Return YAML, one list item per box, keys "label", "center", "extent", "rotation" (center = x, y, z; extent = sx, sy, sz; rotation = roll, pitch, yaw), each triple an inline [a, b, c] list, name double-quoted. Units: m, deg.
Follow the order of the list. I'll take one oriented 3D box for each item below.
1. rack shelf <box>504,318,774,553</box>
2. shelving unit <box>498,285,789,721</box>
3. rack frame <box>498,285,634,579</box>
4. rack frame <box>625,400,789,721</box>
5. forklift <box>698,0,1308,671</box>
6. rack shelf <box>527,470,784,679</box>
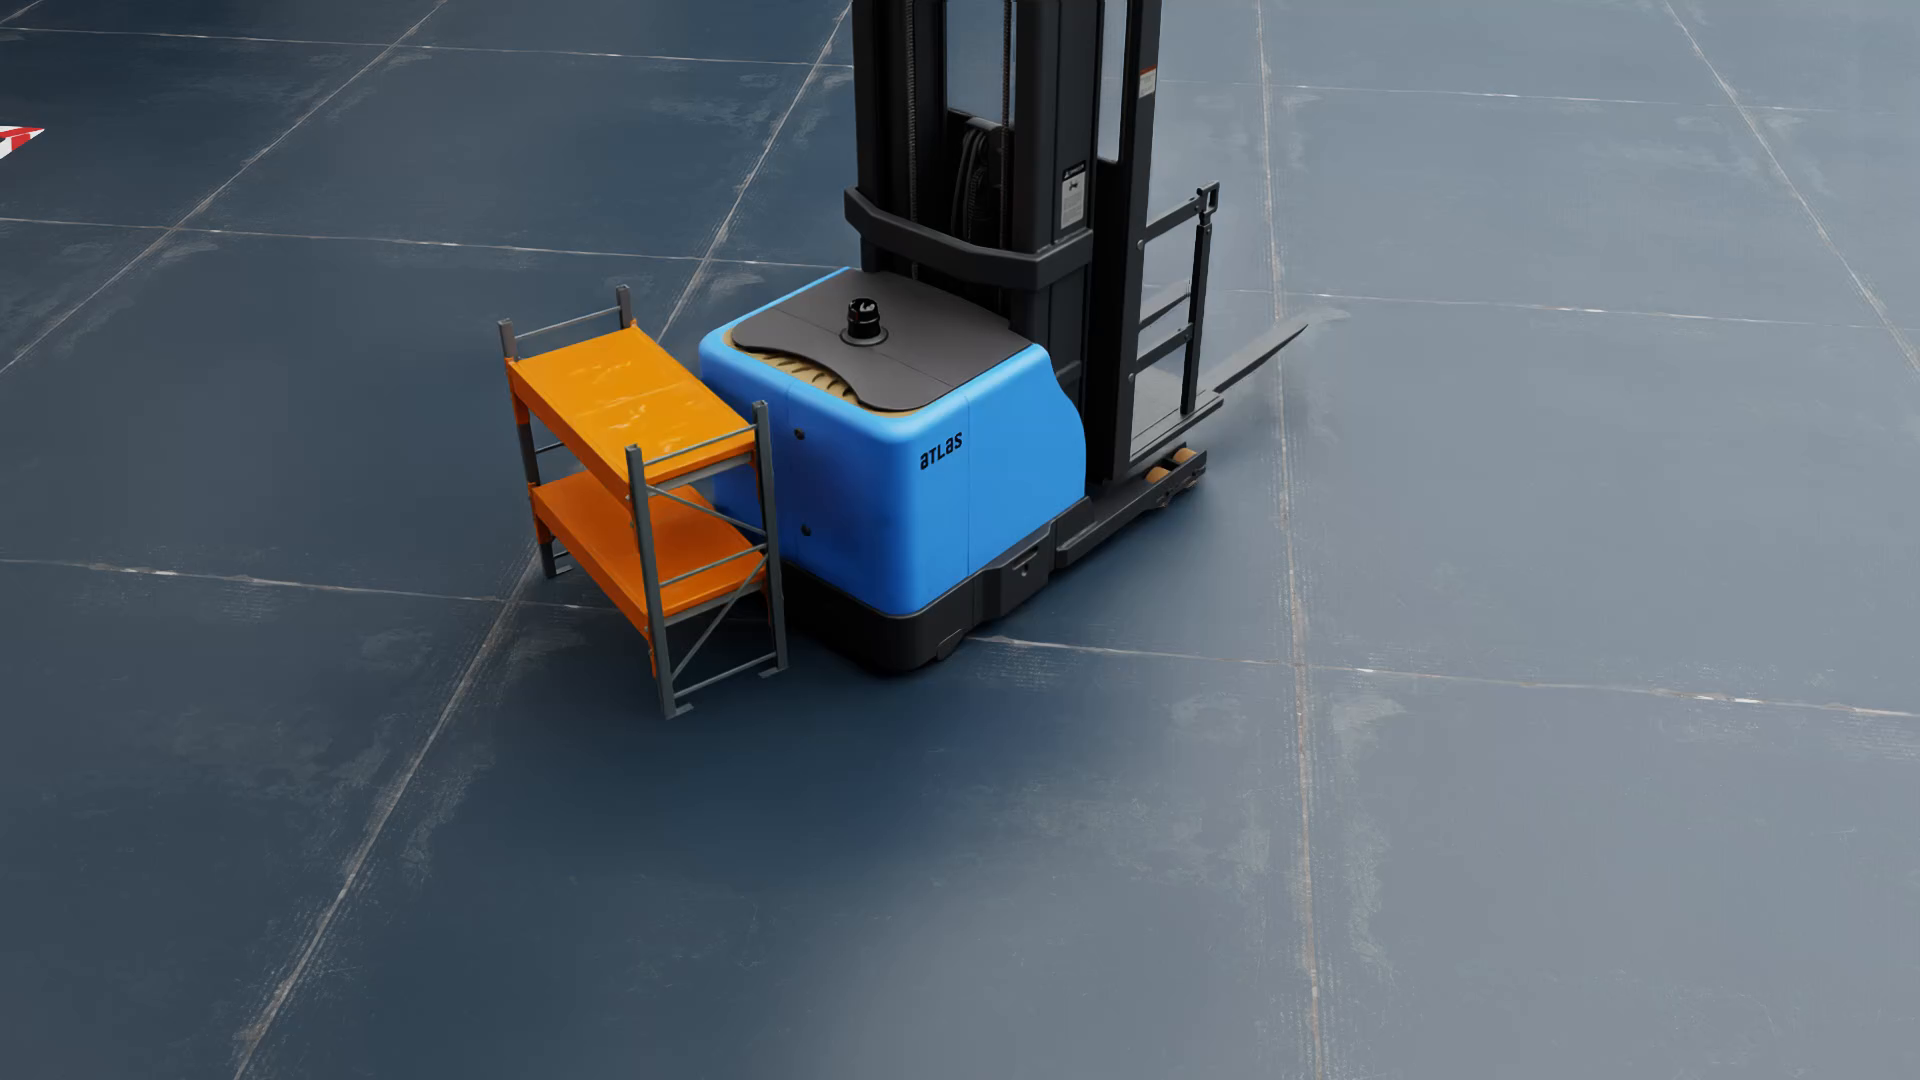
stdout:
- label: "rack shelf"
  center: [-1.135, -0.391, 5.825]
  extent: [0.538, 0.278, 1.000]
  rotation: [-22, 41, -28]
- label: "shelving unit"
  center: [-1.135, -0.153, 5.995]
  extent: [0.538, 1.125, 1.048]
  rotation: [-22, 41, -28]
- label: "rack frame"
  center: [-1.428, -0.394, 6.333]
  extent: [0.500, 1.125, 0.032]
  rotation: [-22, 41, -28]
- label: "rack frame"
  center: [-0.841, 0.089, 5.658]
  extent: [0.500, 1.125, 0.032]
  rotation: [-22, 41, -28]
- label: "forklift"
  center: [0.394, -1.503, 6.333]
  extent: [1.130, 2.935, 3.031]
  rotation: [27, 43, 32]
- label: "rack shelf"
  center: [-1.134, 0.046, 6.137]
  extent: [0.538, 0.278, 1.000]
  rotation: [-22, 41, -28]
